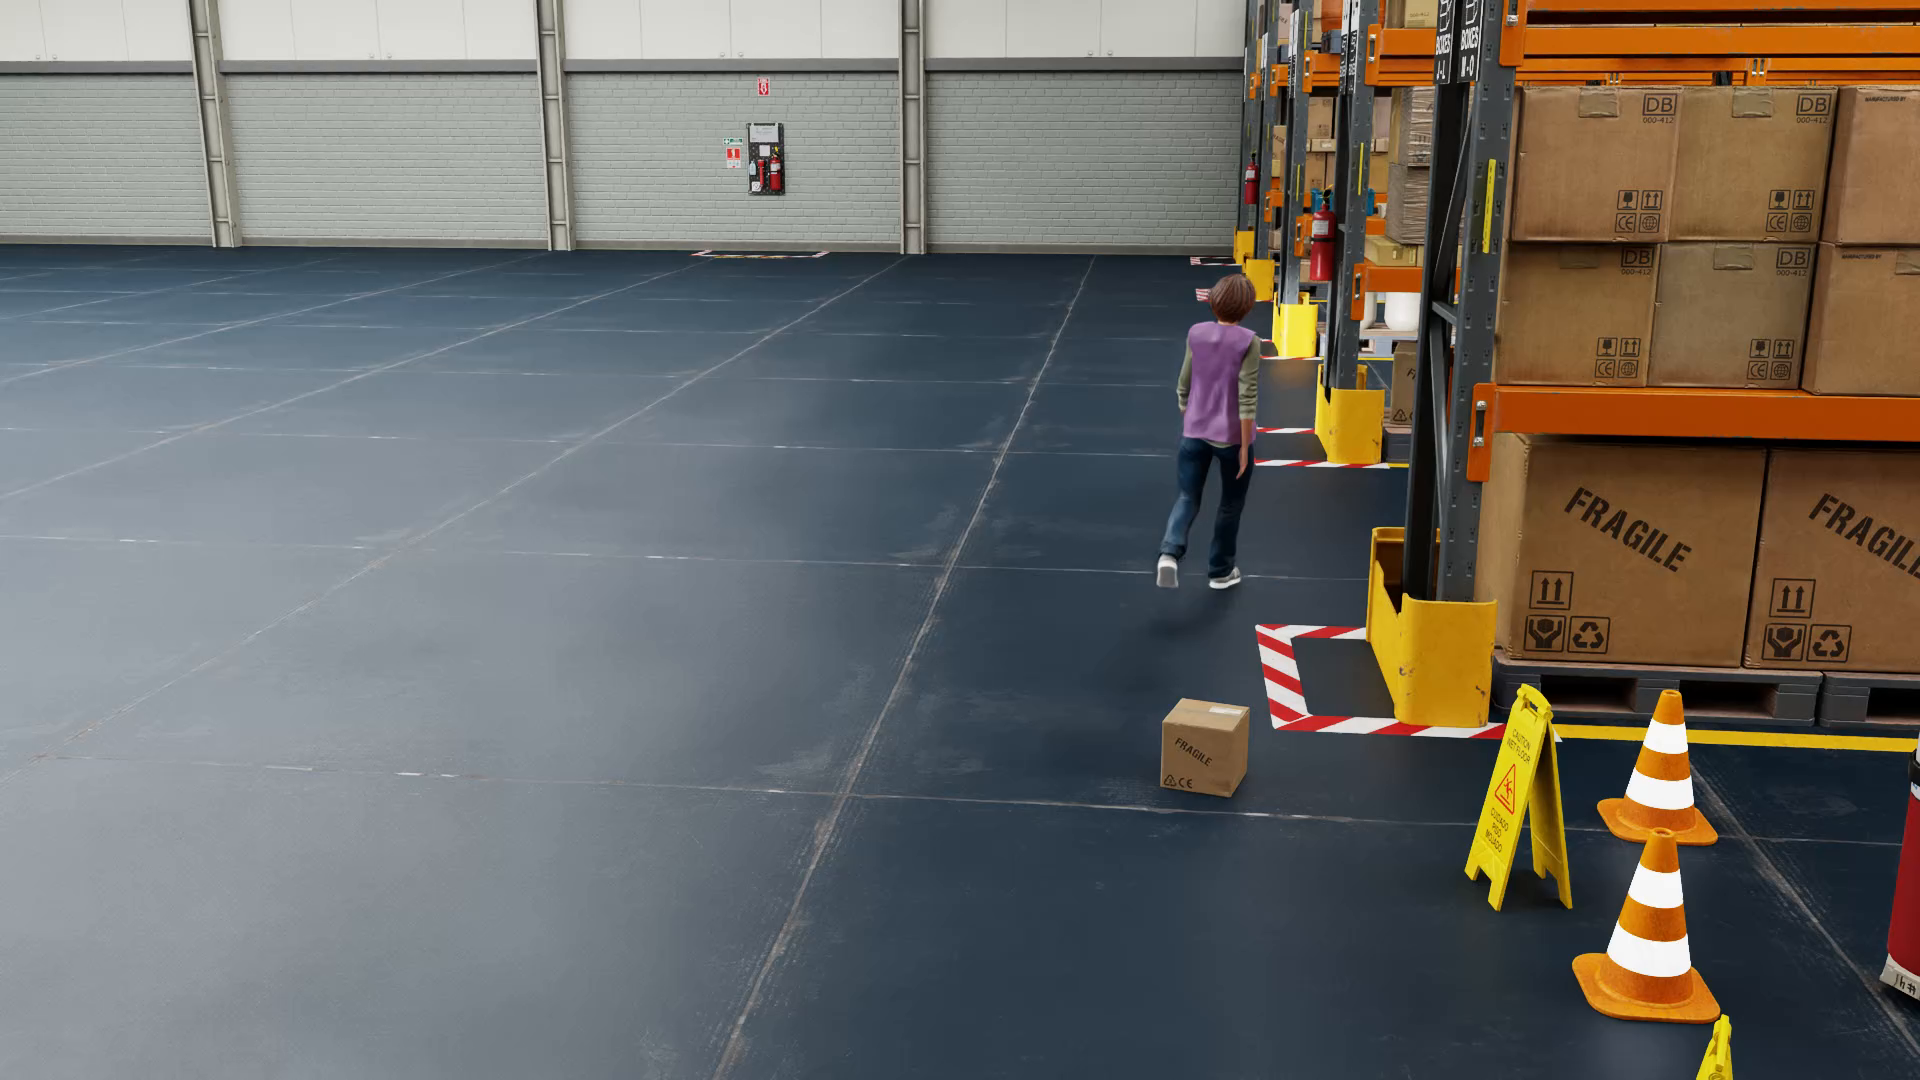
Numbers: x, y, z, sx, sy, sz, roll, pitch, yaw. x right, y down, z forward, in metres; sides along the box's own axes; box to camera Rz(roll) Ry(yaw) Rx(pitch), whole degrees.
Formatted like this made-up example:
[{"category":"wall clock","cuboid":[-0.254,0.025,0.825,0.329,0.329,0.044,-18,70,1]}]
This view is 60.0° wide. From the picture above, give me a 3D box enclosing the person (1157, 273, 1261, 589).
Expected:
[{"category":"person","cuboid":[1.205,-0.476,7.854,0.423,1.561,0.796,8,16,27]}]
